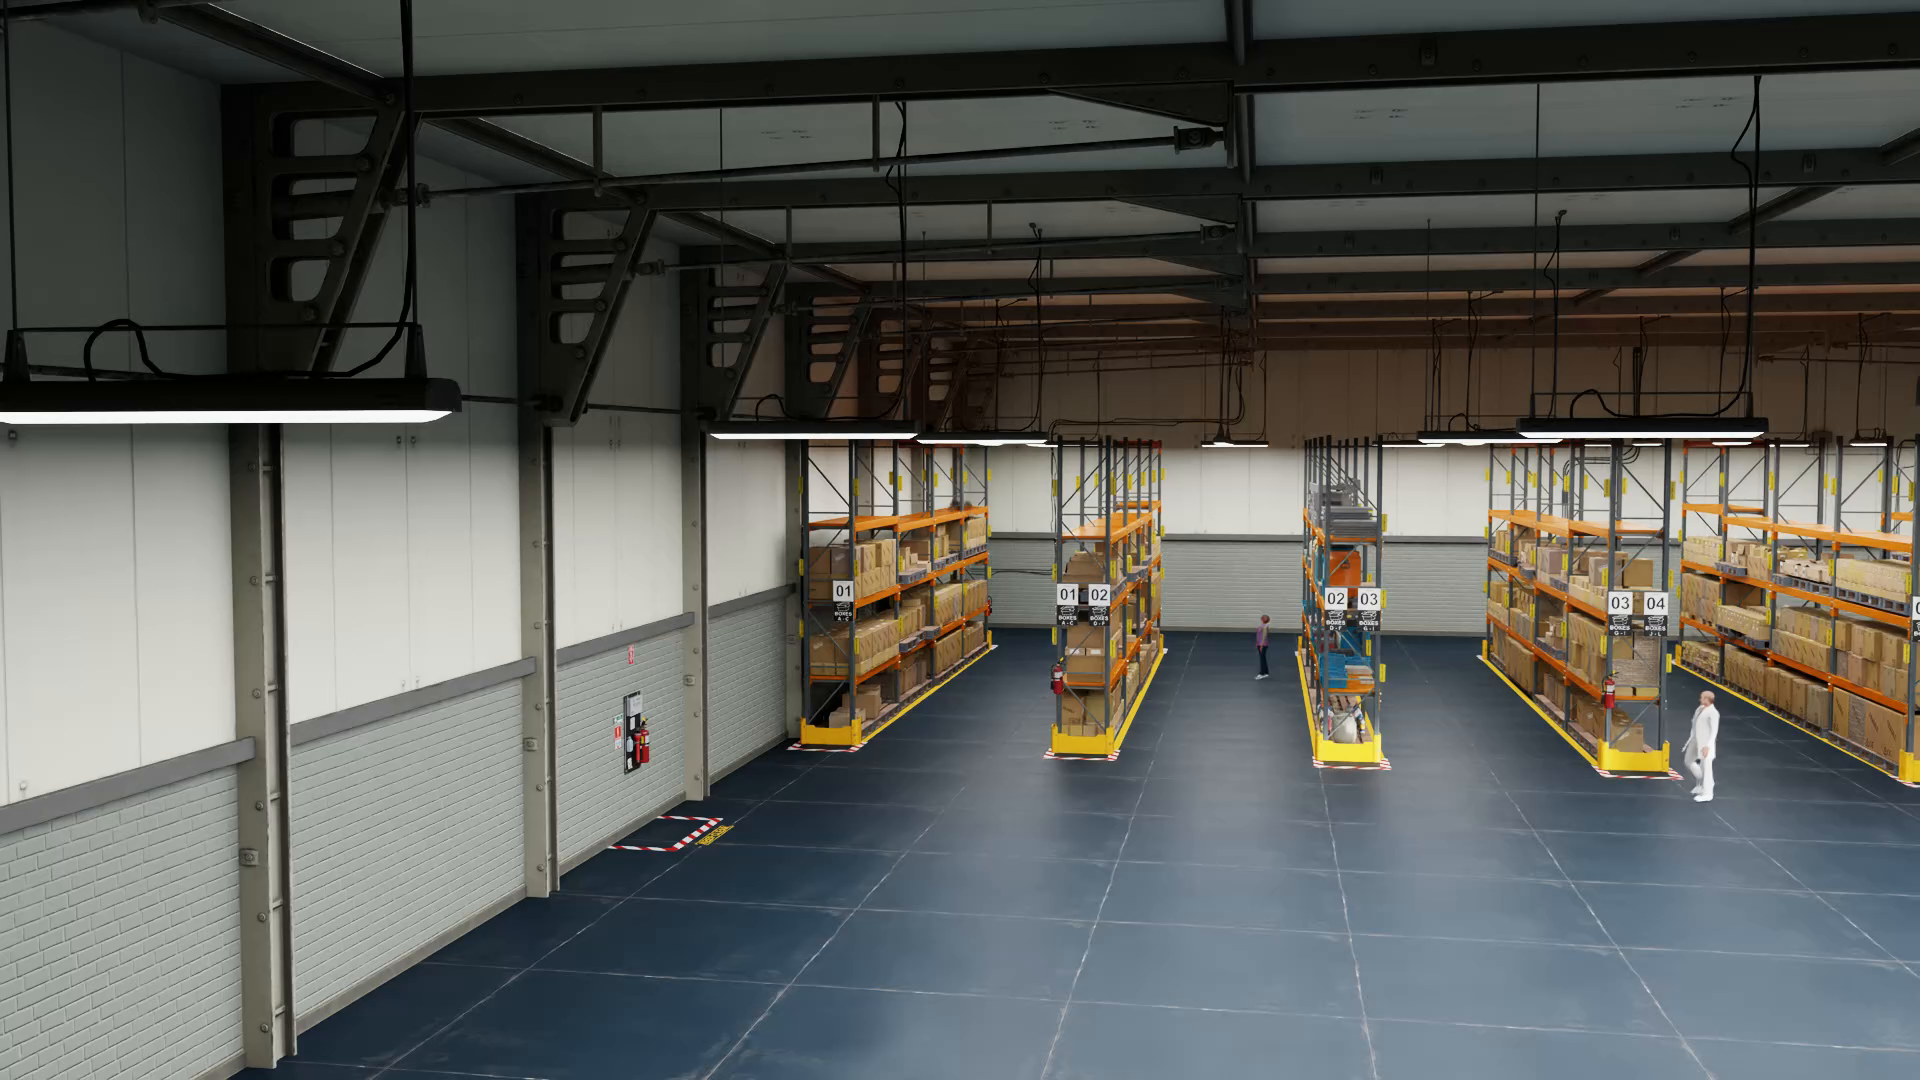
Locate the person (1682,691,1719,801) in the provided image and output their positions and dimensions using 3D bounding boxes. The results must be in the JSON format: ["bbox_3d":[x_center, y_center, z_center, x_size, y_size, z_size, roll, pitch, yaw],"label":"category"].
[{"bbox_3d":[12.162,3.401,27.262,0.567,1.667,0.663,-1,3,-14],"label":"person"}]

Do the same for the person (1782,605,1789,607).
[{"bbox_3d":[20.988,2.544,42.514,0.490,1.785,0.672,3,4,43],"label":"person"}]

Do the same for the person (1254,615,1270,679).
[{"bbox_3d":[7.585,2.683,41.793,0.484,1.604,0.435,-1,3,-16],"label":"person"}]
